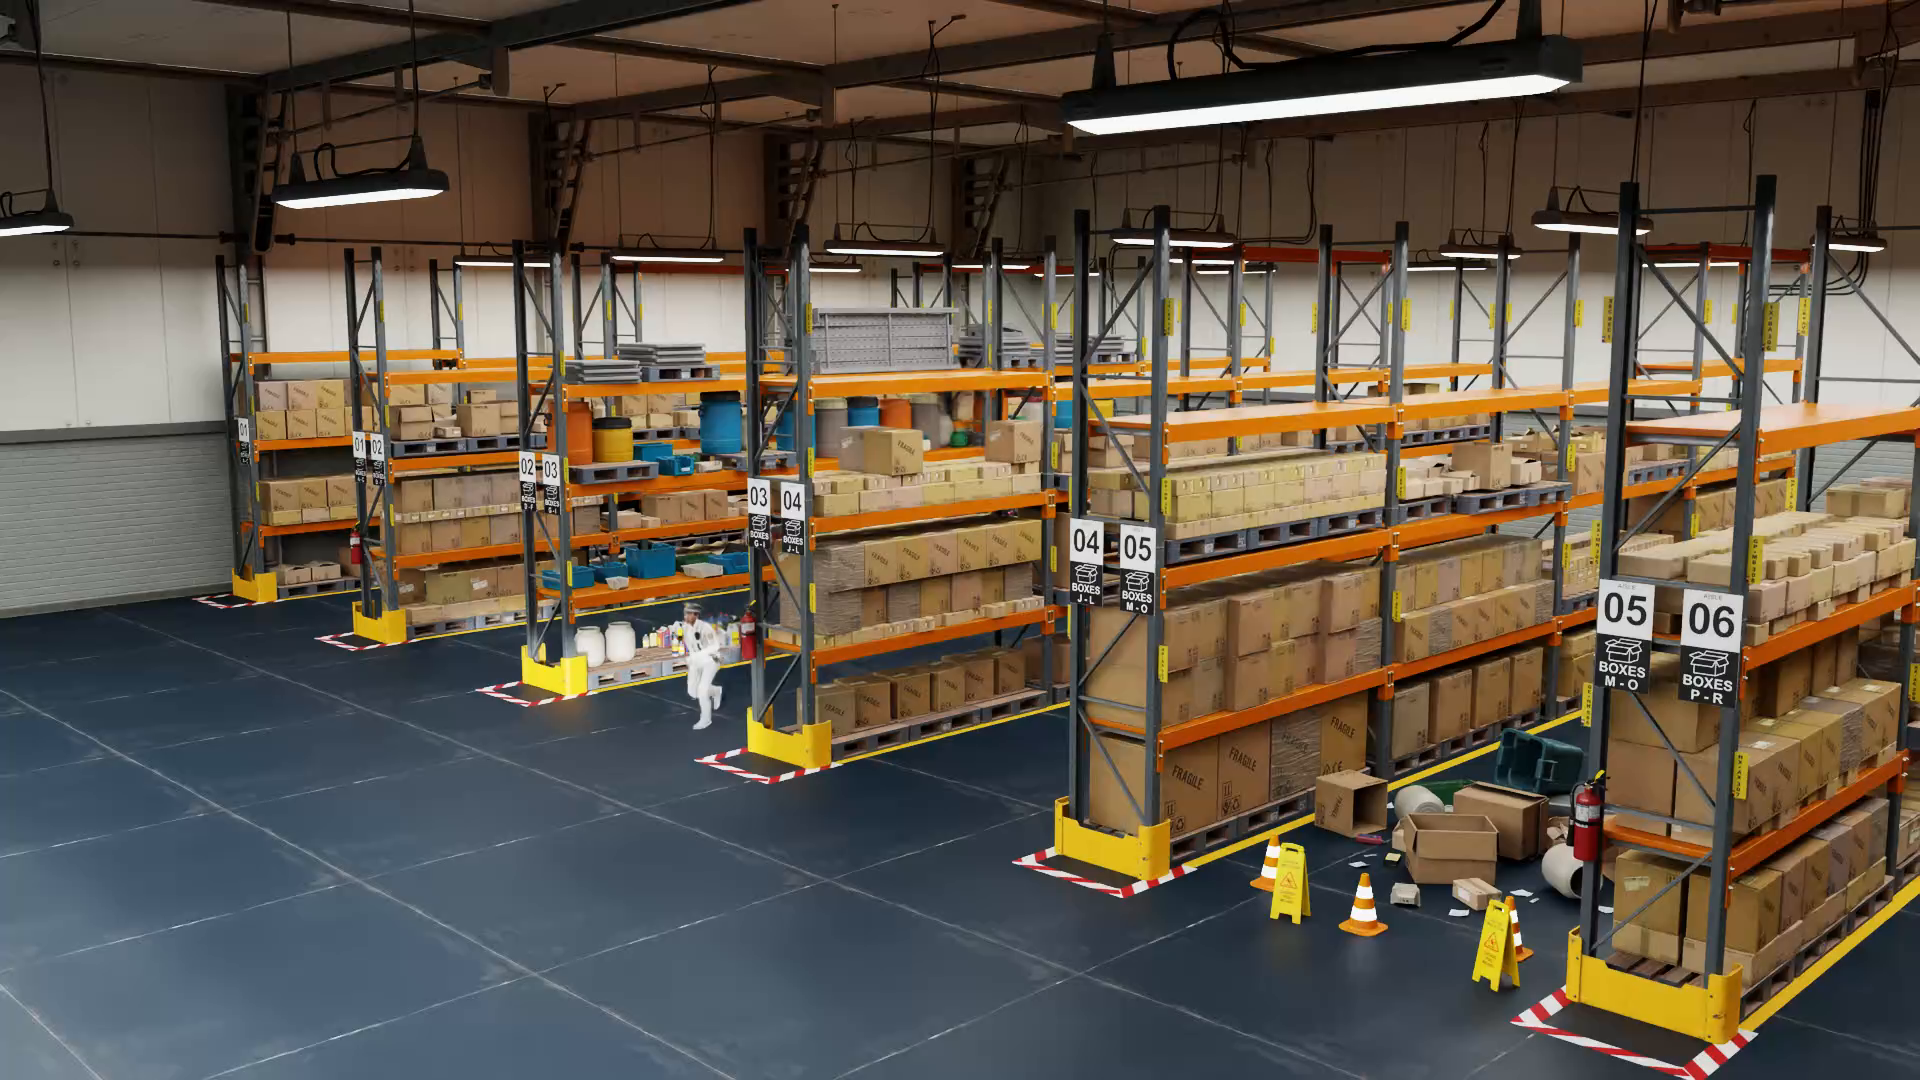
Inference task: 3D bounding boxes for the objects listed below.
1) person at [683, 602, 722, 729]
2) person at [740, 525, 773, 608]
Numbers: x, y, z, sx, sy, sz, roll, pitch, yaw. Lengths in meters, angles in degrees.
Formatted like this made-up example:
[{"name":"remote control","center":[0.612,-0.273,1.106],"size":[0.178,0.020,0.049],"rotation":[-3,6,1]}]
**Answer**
[{"name":"person","center":[-3.141,1.519,20.328],"size":[0.607,1.619,0.688],"rotation":[5,9,30]},{"name":"person","center":[-3.317,0.248,27.400],"size":[0.674,1.767,0.755],"rotation":[7,10,39]}]
